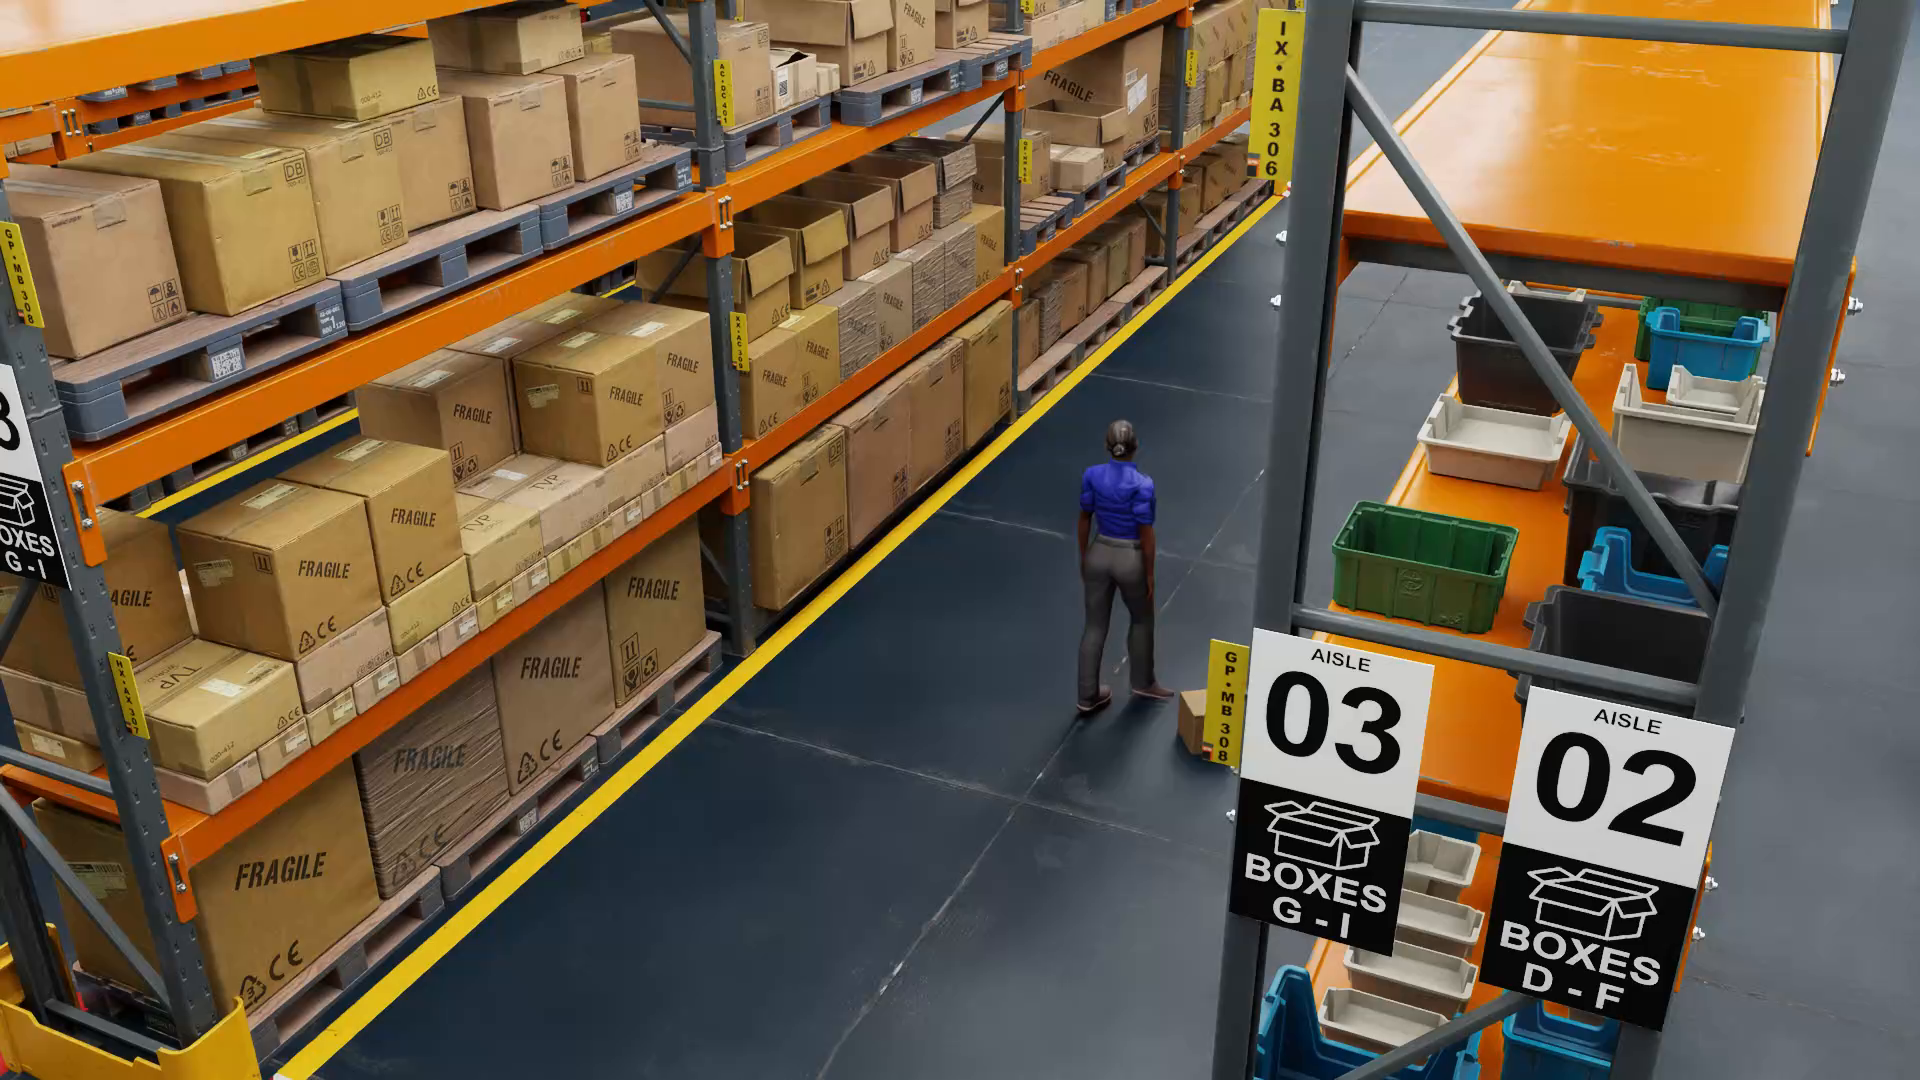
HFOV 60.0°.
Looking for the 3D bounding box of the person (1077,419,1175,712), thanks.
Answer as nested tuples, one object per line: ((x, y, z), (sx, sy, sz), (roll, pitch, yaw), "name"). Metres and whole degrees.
((0.874, 0.187, 9.088), (0.572, 1.711, 0.540), (14, 29, 26), "person")
